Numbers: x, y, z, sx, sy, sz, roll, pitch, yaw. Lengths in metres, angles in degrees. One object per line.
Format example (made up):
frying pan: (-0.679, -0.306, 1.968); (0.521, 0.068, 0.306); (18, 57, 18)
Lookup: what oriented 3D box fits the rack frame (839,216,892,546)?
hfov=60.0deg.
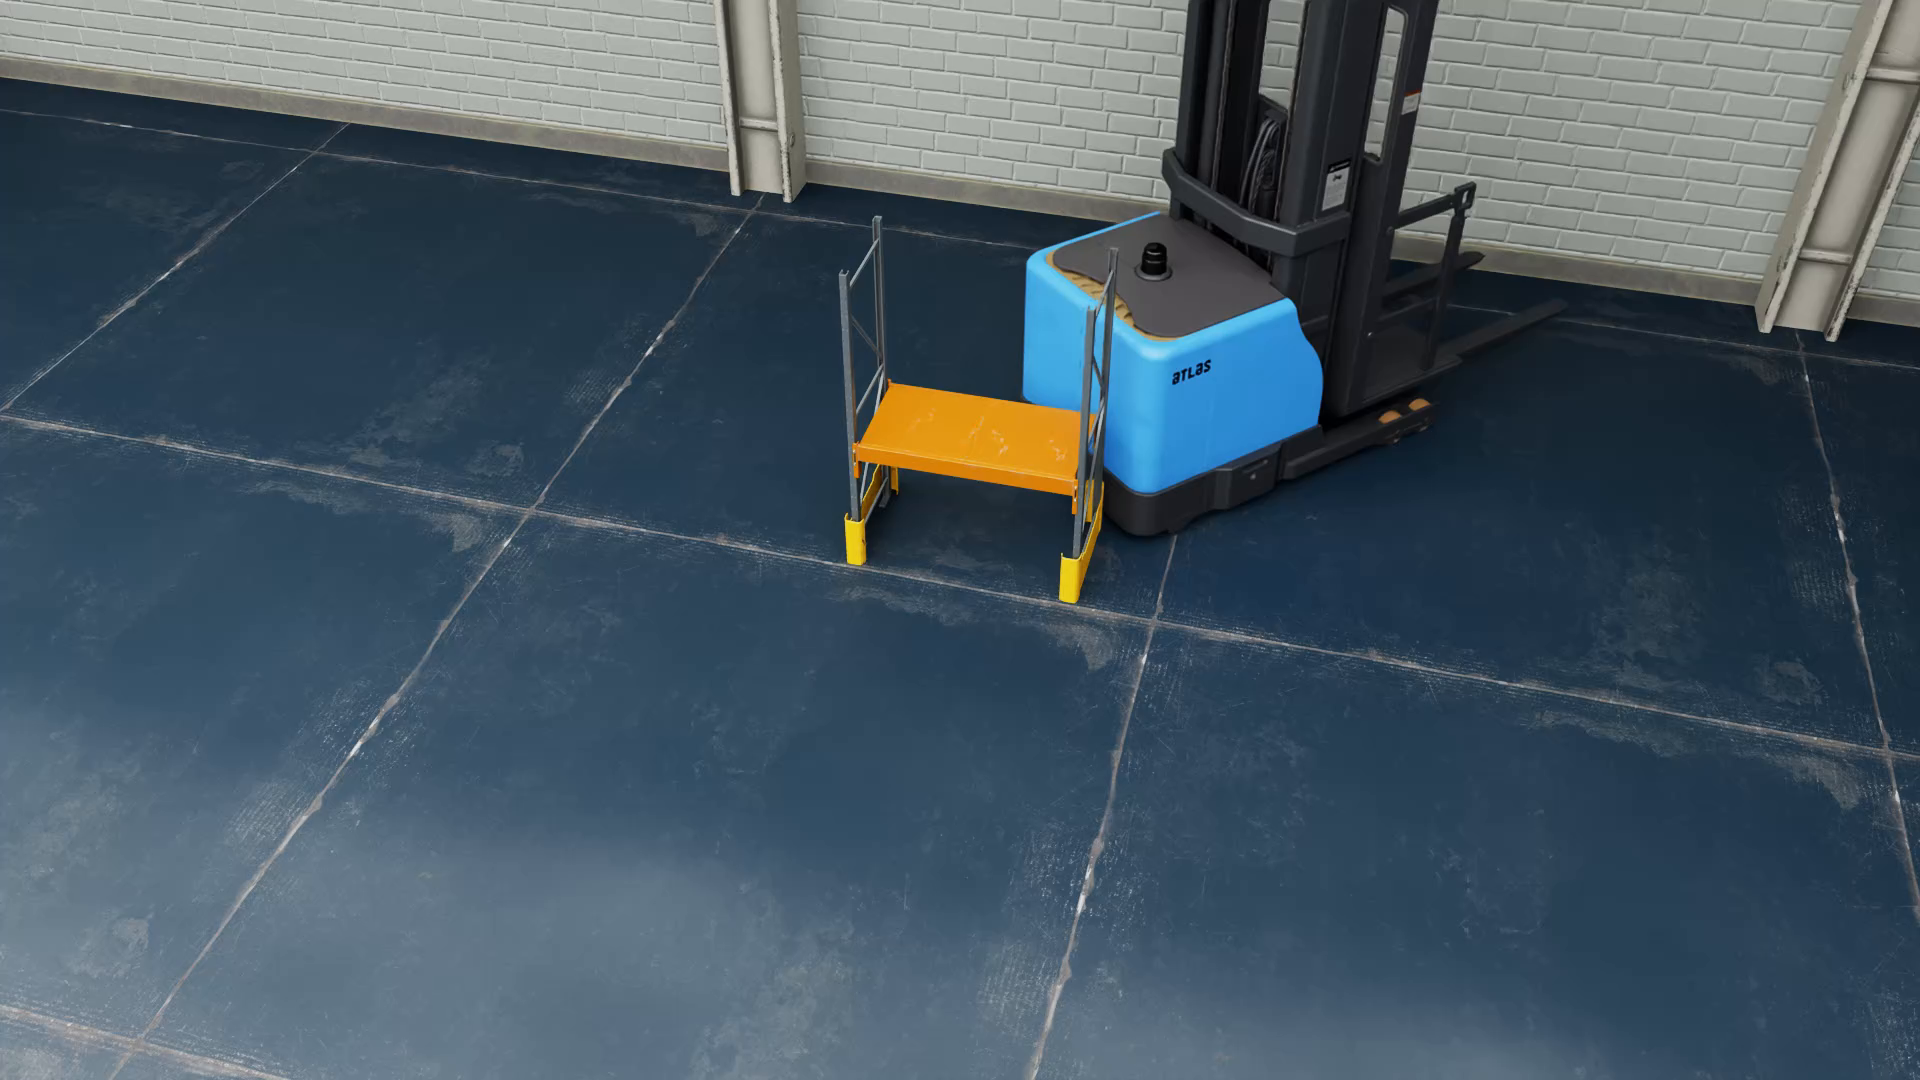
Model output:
rack frame: (-0.409, -0.645, 7.351); (0.032, 1.500, 0.500); (10, 41, 11)

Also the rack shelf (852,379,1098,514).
rack shelf: (0.082, -0.422, 7.366); (1.000, 0.185, 0.538); (10, 41, 11)

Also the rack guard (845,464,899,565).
rack guard: (-0.407, -0.166, 7.753); (0.087, 0.250, 0.587); (10, 41, 11)

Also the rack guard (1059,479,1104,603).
rack guard: (0.555, 0.000, 7.556); (0.087, 0.250, 0.587); (10, 41, 11)

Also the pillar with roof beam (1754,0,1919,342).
pillar with roof beam: (3.498, -1.976, 3.105); (0.400, 9.000, 9.100); (10, 41, 11)

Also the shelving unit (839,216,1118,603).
shelving unit: (0.074, -0.562, 7.253); (1.083, 1.500, 0.587); (10, 41, 11)

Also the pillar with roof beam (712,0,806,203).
pillar with roof beam: (-2.298, -2.973, 4.293); (0.400, 9.000, 9.100); (10, 41, 11)

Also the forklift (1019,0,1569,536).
forklift: (1.808, -1.867, 7.694); (3.031, 2.935, 1.130); (-22, 45, -24)

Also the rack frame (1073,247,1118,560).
rack frame: (0.573, -0.476, 7.150); (0.032, 1.500, 0.500); (10, 41, 11)
